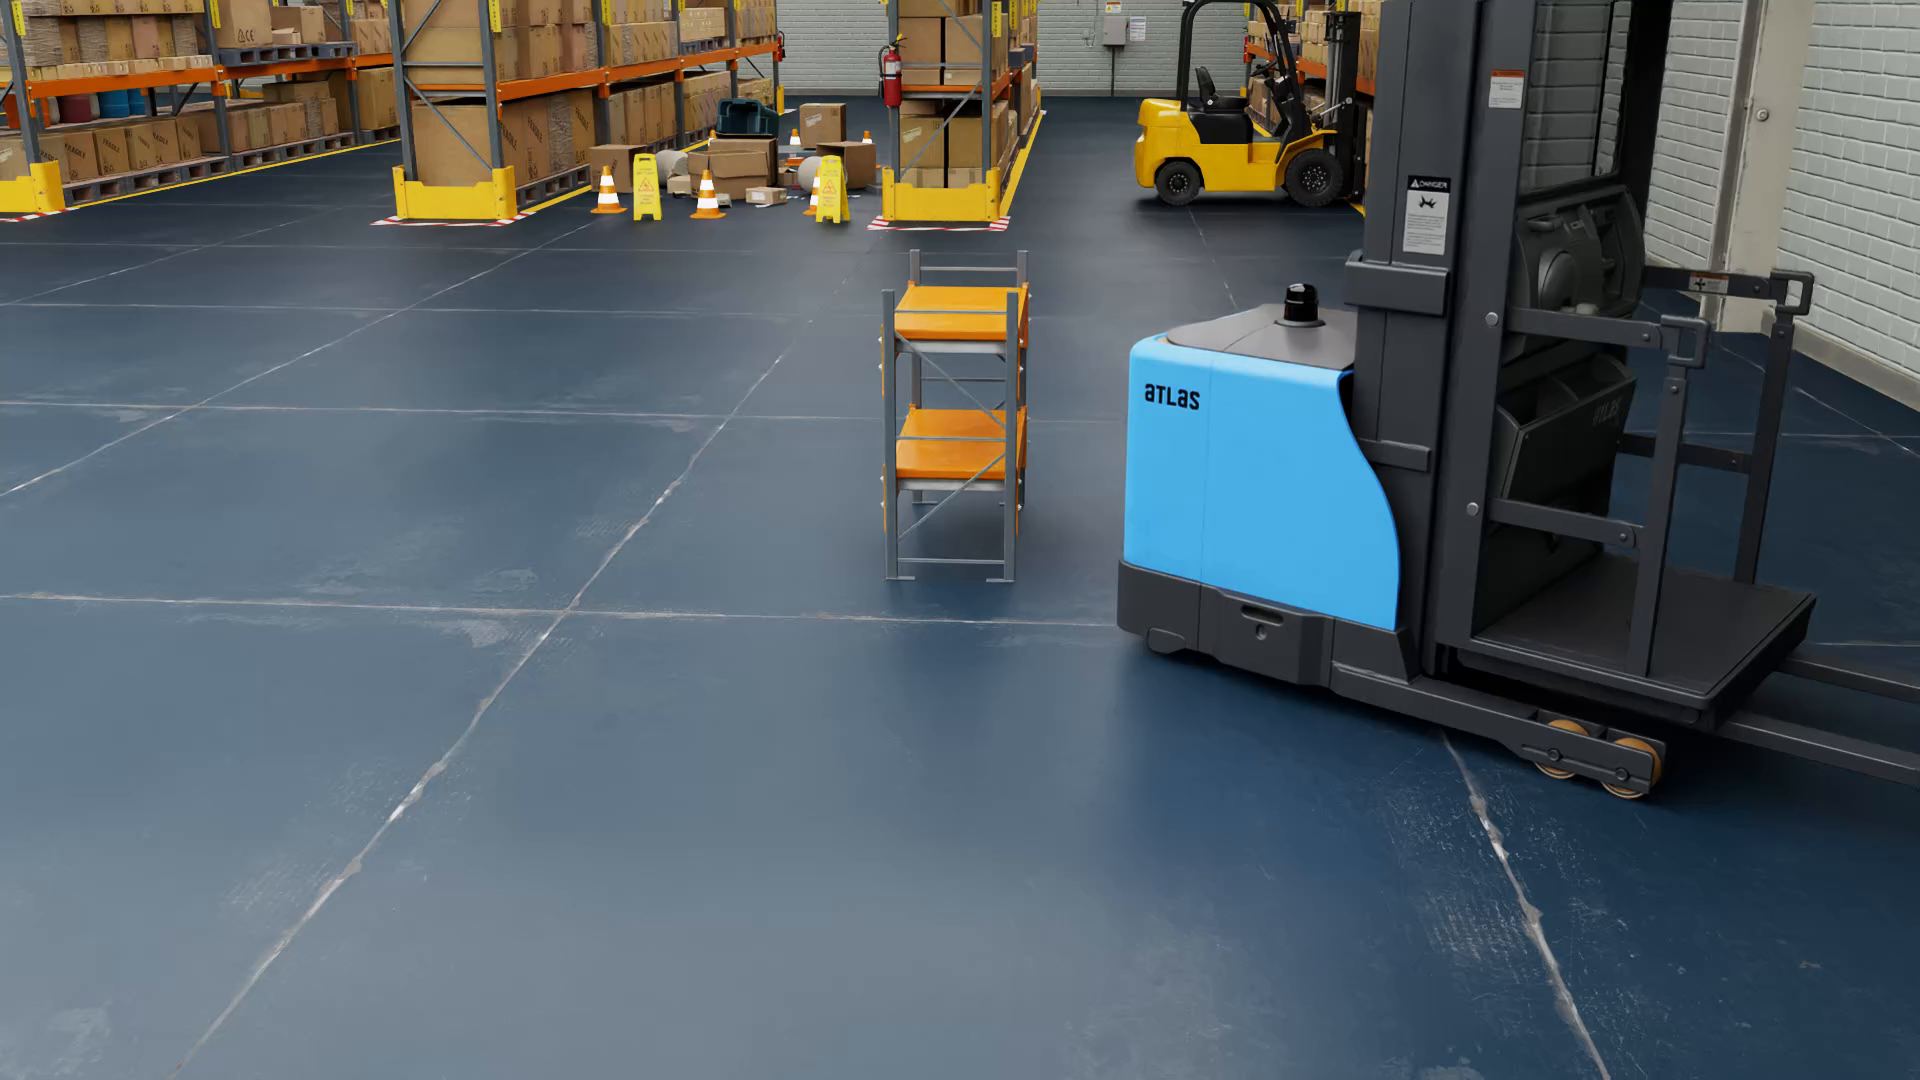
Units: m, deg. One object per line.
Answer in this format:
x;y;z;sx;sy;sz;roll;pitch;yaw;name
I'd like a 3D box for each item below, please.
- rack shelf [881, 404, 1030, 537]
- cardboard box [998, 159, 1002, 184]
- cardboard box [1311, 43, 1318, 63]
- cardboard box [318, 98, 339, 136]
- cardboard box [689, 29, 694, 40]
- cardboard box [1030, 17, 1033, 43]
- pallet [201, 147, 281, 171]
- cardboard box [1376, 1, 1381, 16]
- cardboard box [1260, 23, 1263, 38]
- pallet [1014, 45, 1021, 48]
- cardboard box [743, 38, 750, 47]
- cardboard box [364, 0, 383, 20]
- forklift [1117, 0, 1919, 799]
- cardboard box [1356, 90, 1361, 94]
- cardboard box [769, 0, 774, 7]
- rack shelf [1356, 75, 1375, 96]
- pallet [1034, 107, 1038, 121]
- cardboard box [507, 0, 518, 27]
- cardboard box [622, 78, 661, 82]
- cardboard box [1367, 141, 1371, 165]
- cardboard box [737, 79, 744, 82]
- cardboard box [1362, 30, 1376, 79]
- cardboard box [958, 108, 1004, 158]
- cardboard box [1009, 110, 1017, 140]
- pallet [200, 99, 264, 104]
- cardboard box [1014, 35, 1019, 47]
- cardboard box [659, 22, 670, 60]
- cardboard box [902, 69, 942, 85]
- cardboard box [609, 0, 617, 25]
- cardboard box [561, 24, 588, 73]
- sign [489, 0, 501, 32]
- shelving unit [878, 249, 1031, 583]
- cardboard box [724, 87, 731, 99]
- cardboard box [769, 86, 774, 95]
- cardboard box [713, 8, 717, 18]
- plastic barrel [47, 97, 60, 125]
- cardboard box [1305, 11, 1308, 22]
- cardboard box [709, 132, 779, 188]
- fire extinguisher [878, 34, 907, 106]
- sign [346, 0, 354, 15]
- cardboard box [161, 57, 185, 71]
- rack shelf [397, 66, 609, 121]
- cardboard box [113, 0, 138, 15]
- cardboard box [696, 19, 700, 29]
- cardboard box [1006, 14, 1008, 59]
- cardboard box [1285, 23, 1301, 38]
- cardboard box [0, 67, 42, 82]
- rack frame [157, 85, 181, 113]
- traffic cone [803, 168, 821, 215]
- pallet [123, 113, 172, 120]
0.000;-0.304;6.830;0.538;0.278;1.000;1;18;4;rack shelf
0.185;-3.958;17.926;0.500;0.250;0.500;2;18;6;cardboard box
4.986;-6.517;22.237;0.500;0.250;0.500;1;18;2;cardboard box
-9.532;-6.181;24.277;0.700;0.500;0.500;0;18;1;cardboard box
-4.274;-7.692;25.309;0.380;0.149;0.250;2;18;6;cardboard box
0.963;-8.577;28.120;0.500;0.500;0.500;2;18;6;cardboard box
-9.736;-5.043;21.973;1.003;0.211;1.213;1;18;4;pallet
4.566;-5.564;17.407;0.380;0.149;0.250;2;18;5;cardboard box
5.482;-8.824;28.798;0.500;0.250;0.500;1;18;4;cardboard box
0.280;-6.440;22.068;1.003;0.211;1.213;1;18;4;pallet
-3.910;-8.757;29.233;0.380;0.149;0.250;2;18;5;cardboard box
-9.385;-8.321;25.730;0.797;0.503;0.637;2;18;5;cardboard box
2.000;-0.849;4.806;3.031;2.935;1.130;15;23;38;forklift
5.680;-6.512;24.278;0.380;0.149;0.250;2;18;7;cardboard box
-3.775;-10.227;31.073;0.500;0.500;0.500;1;18;3;cardboard box
4.902;-4.832;18.007;1.077;0.370;4.000;1;18;4;rack shelf
0.885;-7.678;30.018;1.003;0.211;1.213;1;18;4;pallet
-5.124;-5.613;17.261;0.875;0.550;0.550;1;18;4;cardboard box
-4.776;-6.812;25.032;0.500;0.250;0.500;1;18;3;cardboard box
4.529;-3.997;17.242;0.500;0.250;0.500;1;18;3;cardboard box
-4.266;-8.595;31.284;0.380;0.149;0.250;2;18;5;cardboard box
4.640;-5.235;17.923;0.500;0.500;0.500;1;18;4;cardboard box
0.220;-4.481;18.319;0.500;0.500;0.500;2;18;5;cardboard box
0.331;-5.922;23.726;0.950;0.372;0.625;0;18;0;cardboard box
-13.968;-8.383;32.168;1.003;0.211;1.213;1;18;4;pallet
0.570;-6.554;21.835;0.380;0.149;0.250;2;18;6;cardboard box
-4.365;-6.973;23.225;0.500;0.500;0.500;1;18;4;cardboard box
-0.379;-4.664;16.743;0.380;0.149;0.250;2;18;6;cardboard box
-4.786;-6.821;21.155;0.700;0.500;0.500;1;18;3;cardboard box
-4.882;-5.769;19.470;0.875;0.550;0.550;1;18;4;cardboard box
-4.584;-5.176;16.385;0.100;0.325;0.005;1;18;4;sign
0.000;-0.537;6.754;0.538;1.125;1.048;1;18;4;shelving unit
-4.079;-7.245;27.555;0.500;0.500;0.500;1;18;3;cardboard box
-3.743;-8.527;31.554;0.380;0.149;0.250;1;18;2;cardboard box
-4.150;-8.539;26.938;0.380;0.149;0.250;1;18;2;cardboard box
-14.474;-6.826;26.258;0.421;0.512;0.421;0;18;0;plastic barrel
5.016;-7.301;23.184;0.380;0.149;0.250;2;18;6;cardboard box
-2.533;-4.433;19.426;0.797;0.637;0.503;1;18;4;cardboard box
-0.660;-4.600;16.269;0.296;0.674;0.183;1;18;4;fire extinguisher
-8.961;-7.872;24.396;0.100;0.325;0.005;1;18;4;sign
-9.524;-5.699;19.902;0.380;0.149;0.250;1;18;4;cardboard box
-4.994;-5.021;18.583;1.077;0.370;4.000;1;18;4;rack shelf
-9.659;-6.178;18.716;0.500;0.500;0.500;1;18;4;cardboard box
-4.238;-7.993;25.751;0.380;0.149;0.250;1;18;3;cardboard box
0.280;-5.790;19.137;0.500;0.500;0.500;2;18;6;cardboard box
5.085;-7.500;24.562;0.500;0.250;0.500;0;18;1;cardboard box
-9.819;-4.847;17.302;0.380;0.149;0.250;1;18;4;cardboard box
-14.157;-8.721;28.721;1.000;3.000;0.127;1;18;4;rack frame
-1.448;-3.619;17.225;0.336;0.463;0.334;1;18;4;traffic cone
-14.254;-7.157;28.427;1.003;0.211;1.213;1;18;4;pallet
